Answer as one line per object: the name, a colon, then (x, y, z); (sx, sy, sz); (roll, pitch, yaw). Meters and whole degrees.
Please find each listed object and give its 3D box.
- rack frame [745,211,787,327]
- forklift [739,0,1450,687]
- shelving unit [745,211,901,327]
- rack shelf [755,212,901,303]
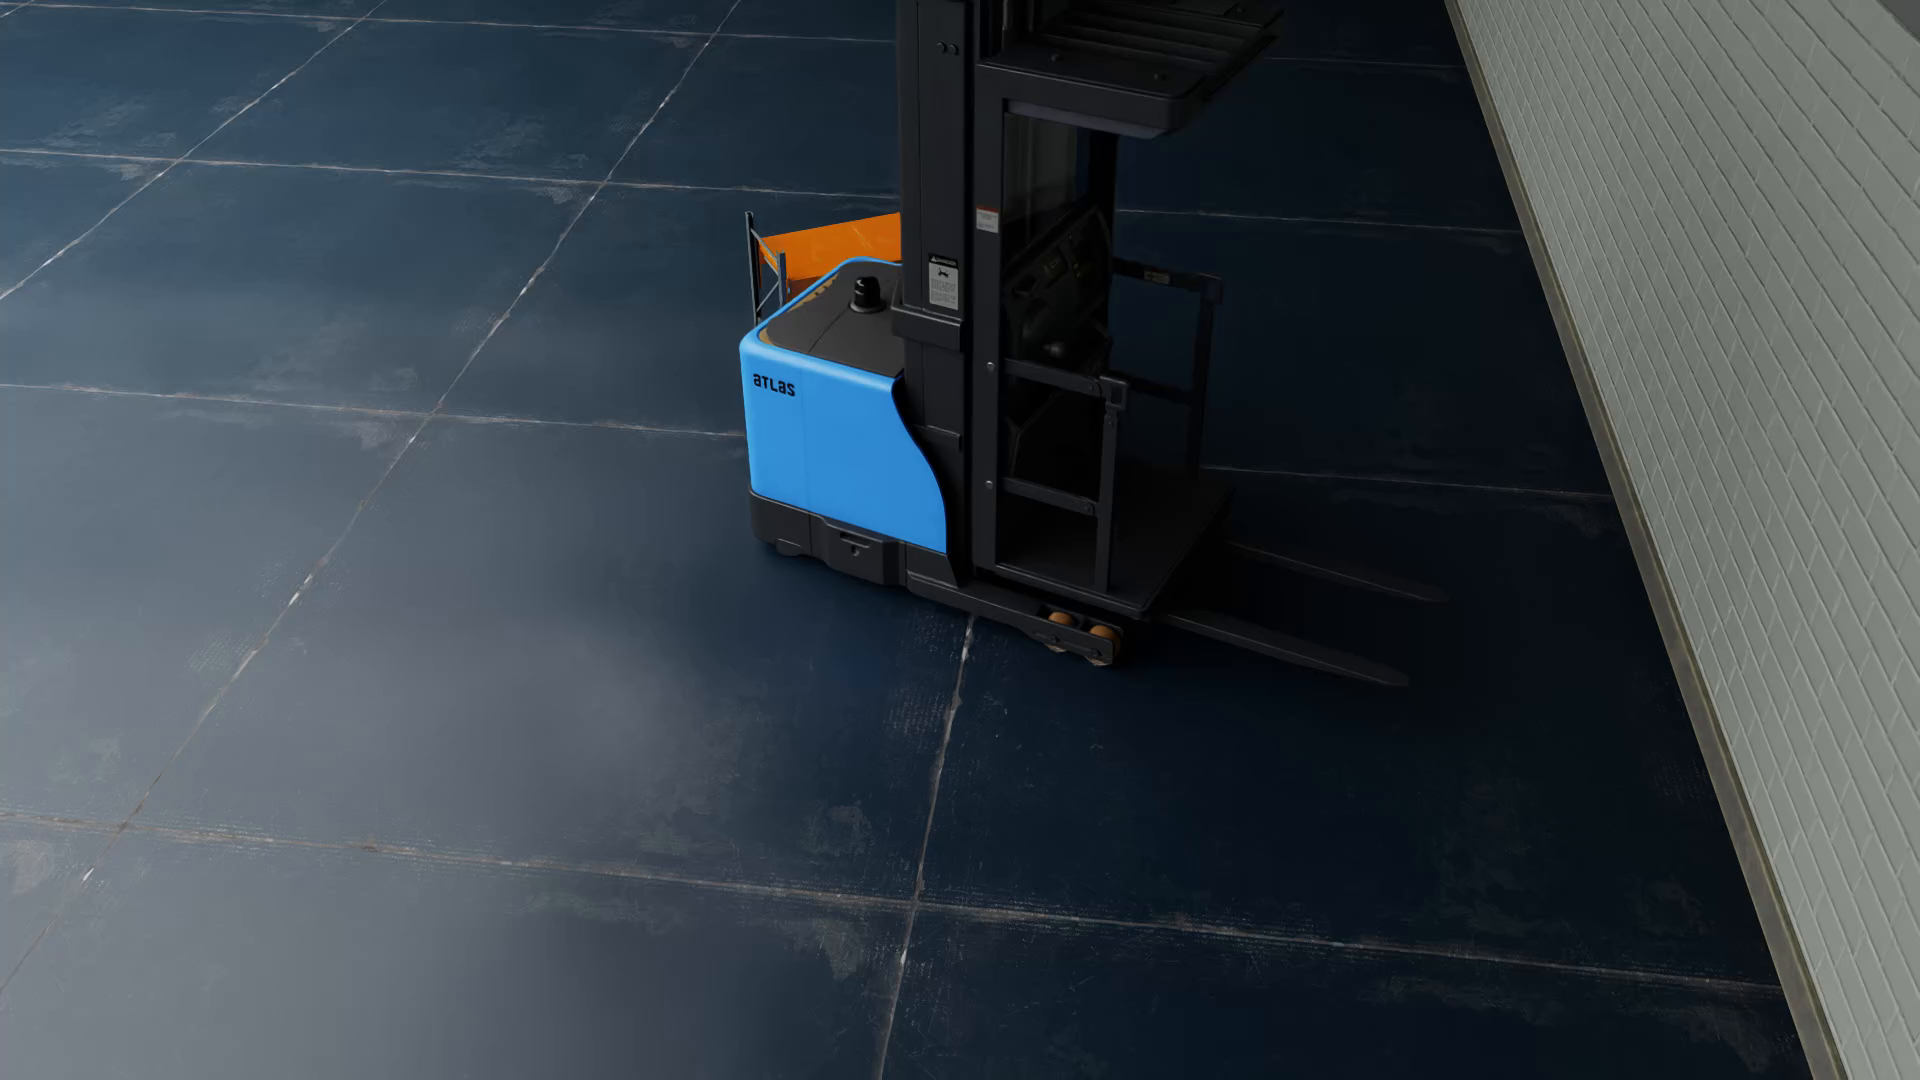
rack frame: (-0.922, -0.997, 8.179); (0.032, 1.125, 0.500); (-15, 38, -20)
forklift: (0.581, -1.018, 6.653); (3.031, 2.935, 1.130); (17, 39, 22)
shelving unit: (-0.458, -1.118, 8.349); (1.048, 1.125, 0.538); (-15, 38, -20)
rack shelf: (-0.458, -1.357, 8.179); (1.000, 0.278, 0.538); (-15, 38, -20)
